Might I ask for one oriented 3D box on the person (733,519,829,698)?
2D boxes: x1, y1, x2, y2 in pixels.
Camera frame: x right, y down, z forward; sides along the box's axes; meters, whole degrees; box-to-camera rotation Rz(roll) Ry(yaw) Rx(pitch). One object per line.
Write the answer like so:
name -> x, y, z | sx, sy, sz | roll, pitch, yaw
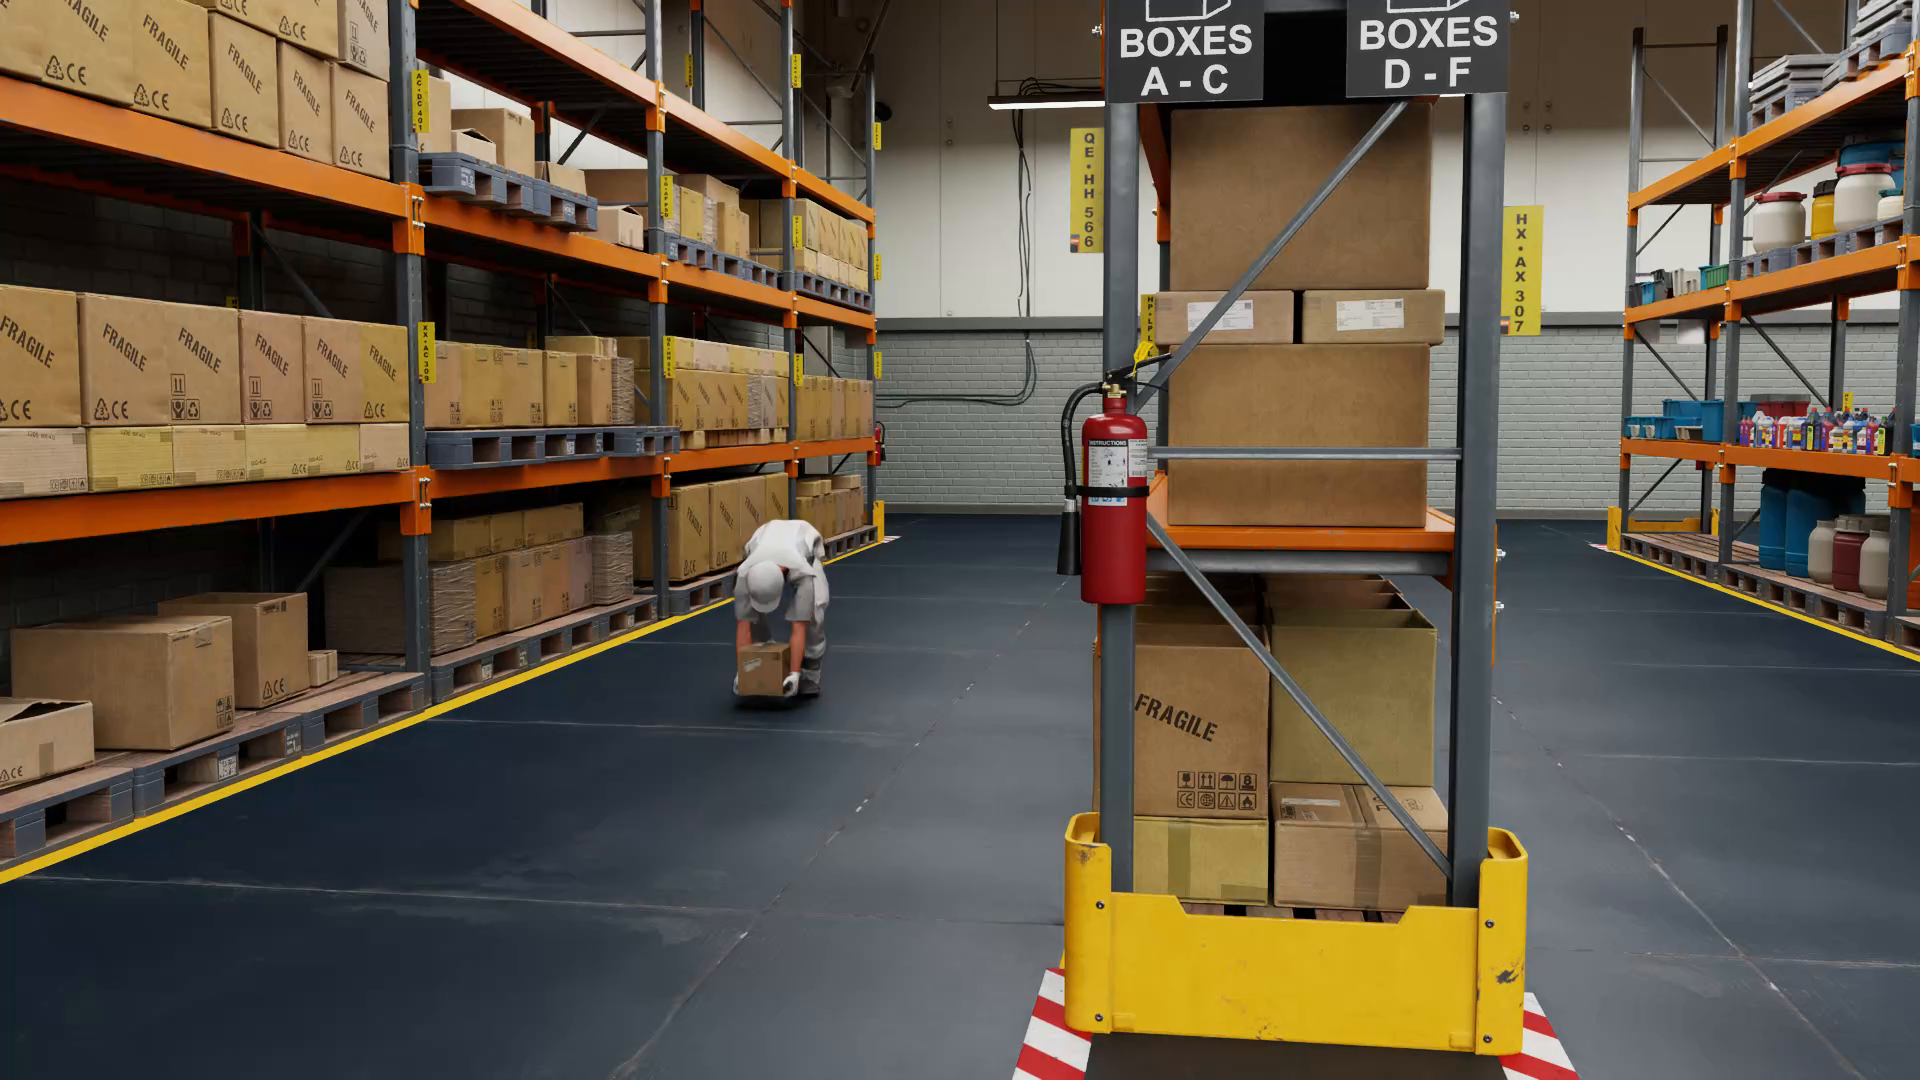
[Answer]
person -> -1.013, 0.398, 9.366 | 0.528, 0.997, 0.950 | 0, 4, 6
